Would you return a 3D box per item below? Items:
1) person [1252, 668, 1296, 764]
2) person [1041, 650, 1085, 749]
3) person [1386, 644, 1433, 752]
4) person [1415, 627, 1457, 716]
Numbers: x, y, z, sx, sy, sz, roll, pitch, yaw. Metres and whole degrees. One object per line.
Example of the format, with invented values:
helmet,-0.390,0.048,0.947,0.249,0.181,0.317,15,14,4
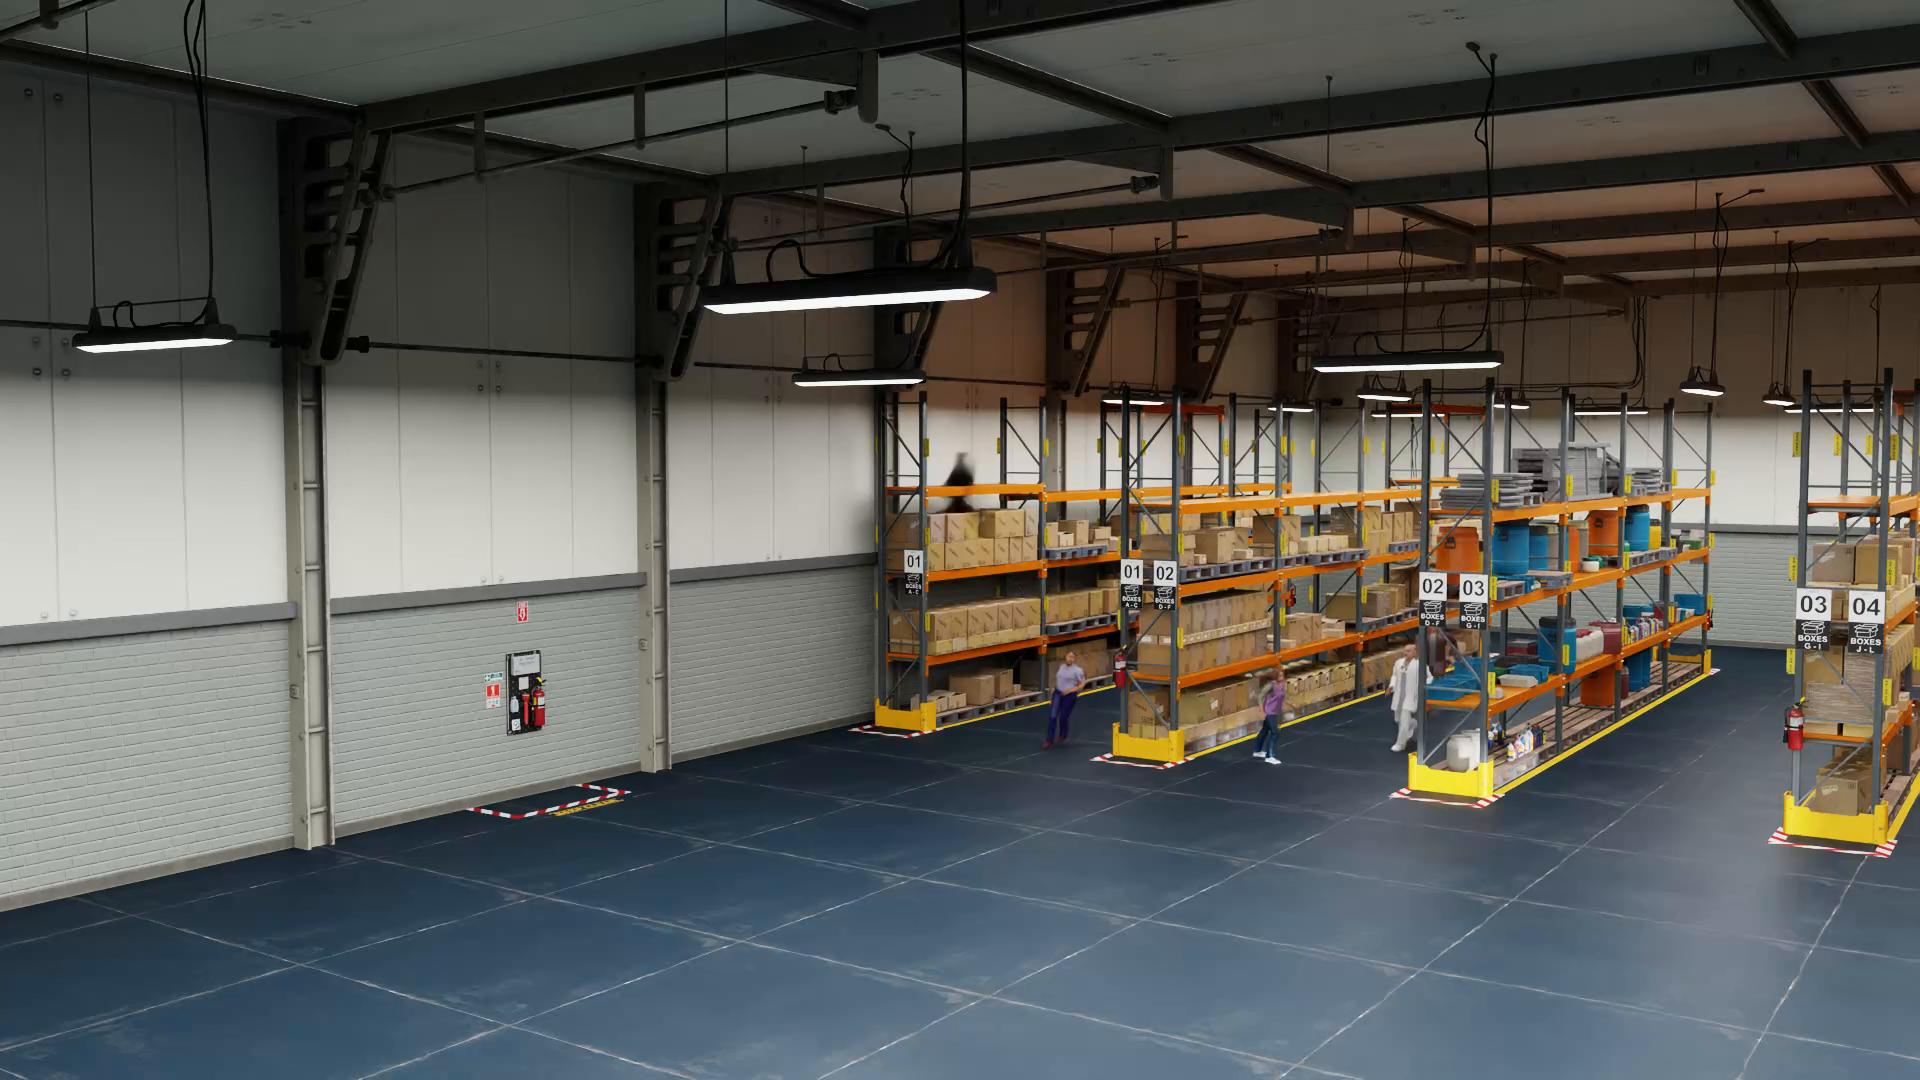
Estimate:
person,4.979,2.783,26.487,0.780,1.513,0.603,2,4,36
person,1.772,2.650,27.722,0.656,1.602,0.758,1,3,22
person,7.464,2.606,27.595,0.723,1.759,0.858,3,4,44
person,8.916,2.380,31.264,0.683,1.847,0.896,2,4,35
